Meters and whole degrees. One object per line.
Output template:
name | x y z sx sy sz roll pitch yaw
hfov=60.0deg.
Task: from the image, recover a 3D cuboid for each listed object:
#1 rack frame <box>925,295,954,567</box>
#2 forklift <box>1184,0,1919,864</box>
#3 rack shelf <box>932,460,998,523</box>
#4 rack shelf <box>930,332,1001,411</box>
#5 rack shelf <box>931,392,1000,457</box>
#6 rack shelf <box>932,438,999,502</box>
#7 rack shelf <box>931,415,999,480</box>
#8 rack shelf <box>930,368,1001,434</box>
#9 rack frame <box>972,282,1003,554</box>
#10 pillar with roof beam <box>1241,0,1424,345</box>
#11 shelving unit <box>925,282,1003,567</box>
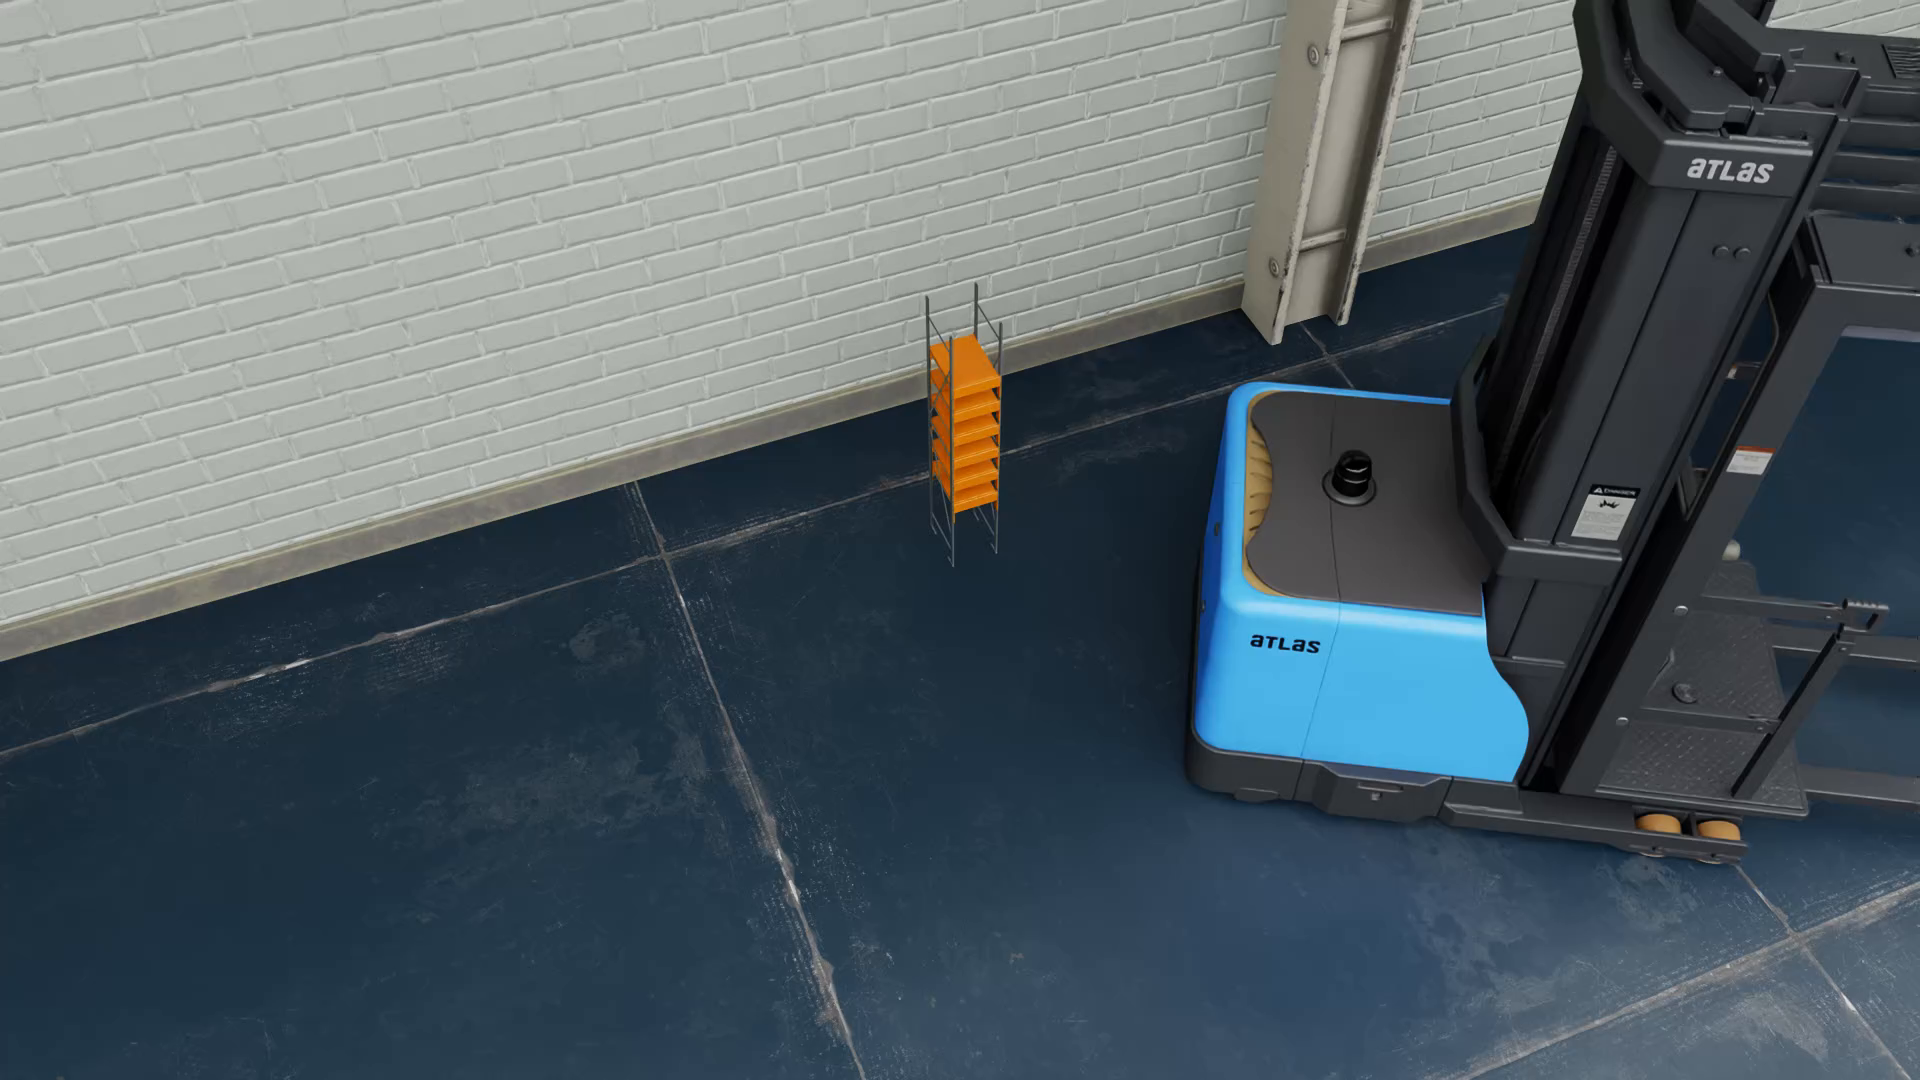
rack frame | -0.071 -0.369 6.117 0.006 1.200 0.240 -17 52 -14
forklift | 2.341 -0.289 4.907 3.031 2.935 1.130 6 50 5
rack shelf | 0.013 -0.210 6.355 0.180 0.103 0.258 -17 52 -14
rack shelf | 0.013 -0.601 5.900 0.180 0.103 0.258 -17 52 -14
rack shelf | 0.013 -0.444 6.082 0.180 0.103 0.258 -17 52 -14
rack shelf | 0.013 -0.288 6.264 0.180 0.103 0.258 -17 52 -14
rack shelf | 0.013 -0.366 6.173 0.180 0.103 0.258 -17 52 -14
rack shelf | 0.013 -0.522 5.991 0.180 0.103 0.258 -17 52 -14
rack frame | 0.098 -0.421 6.162 0.006 1.200 0.240 -17 52 -14
pillar with roof beam | 3.122 -0.930 1.458 0.400 9.000 9.100 -17 52 -14
shelving unit | 0.013 -0.395 6.139 0.189 1.200 0.258 -17 52 -14
